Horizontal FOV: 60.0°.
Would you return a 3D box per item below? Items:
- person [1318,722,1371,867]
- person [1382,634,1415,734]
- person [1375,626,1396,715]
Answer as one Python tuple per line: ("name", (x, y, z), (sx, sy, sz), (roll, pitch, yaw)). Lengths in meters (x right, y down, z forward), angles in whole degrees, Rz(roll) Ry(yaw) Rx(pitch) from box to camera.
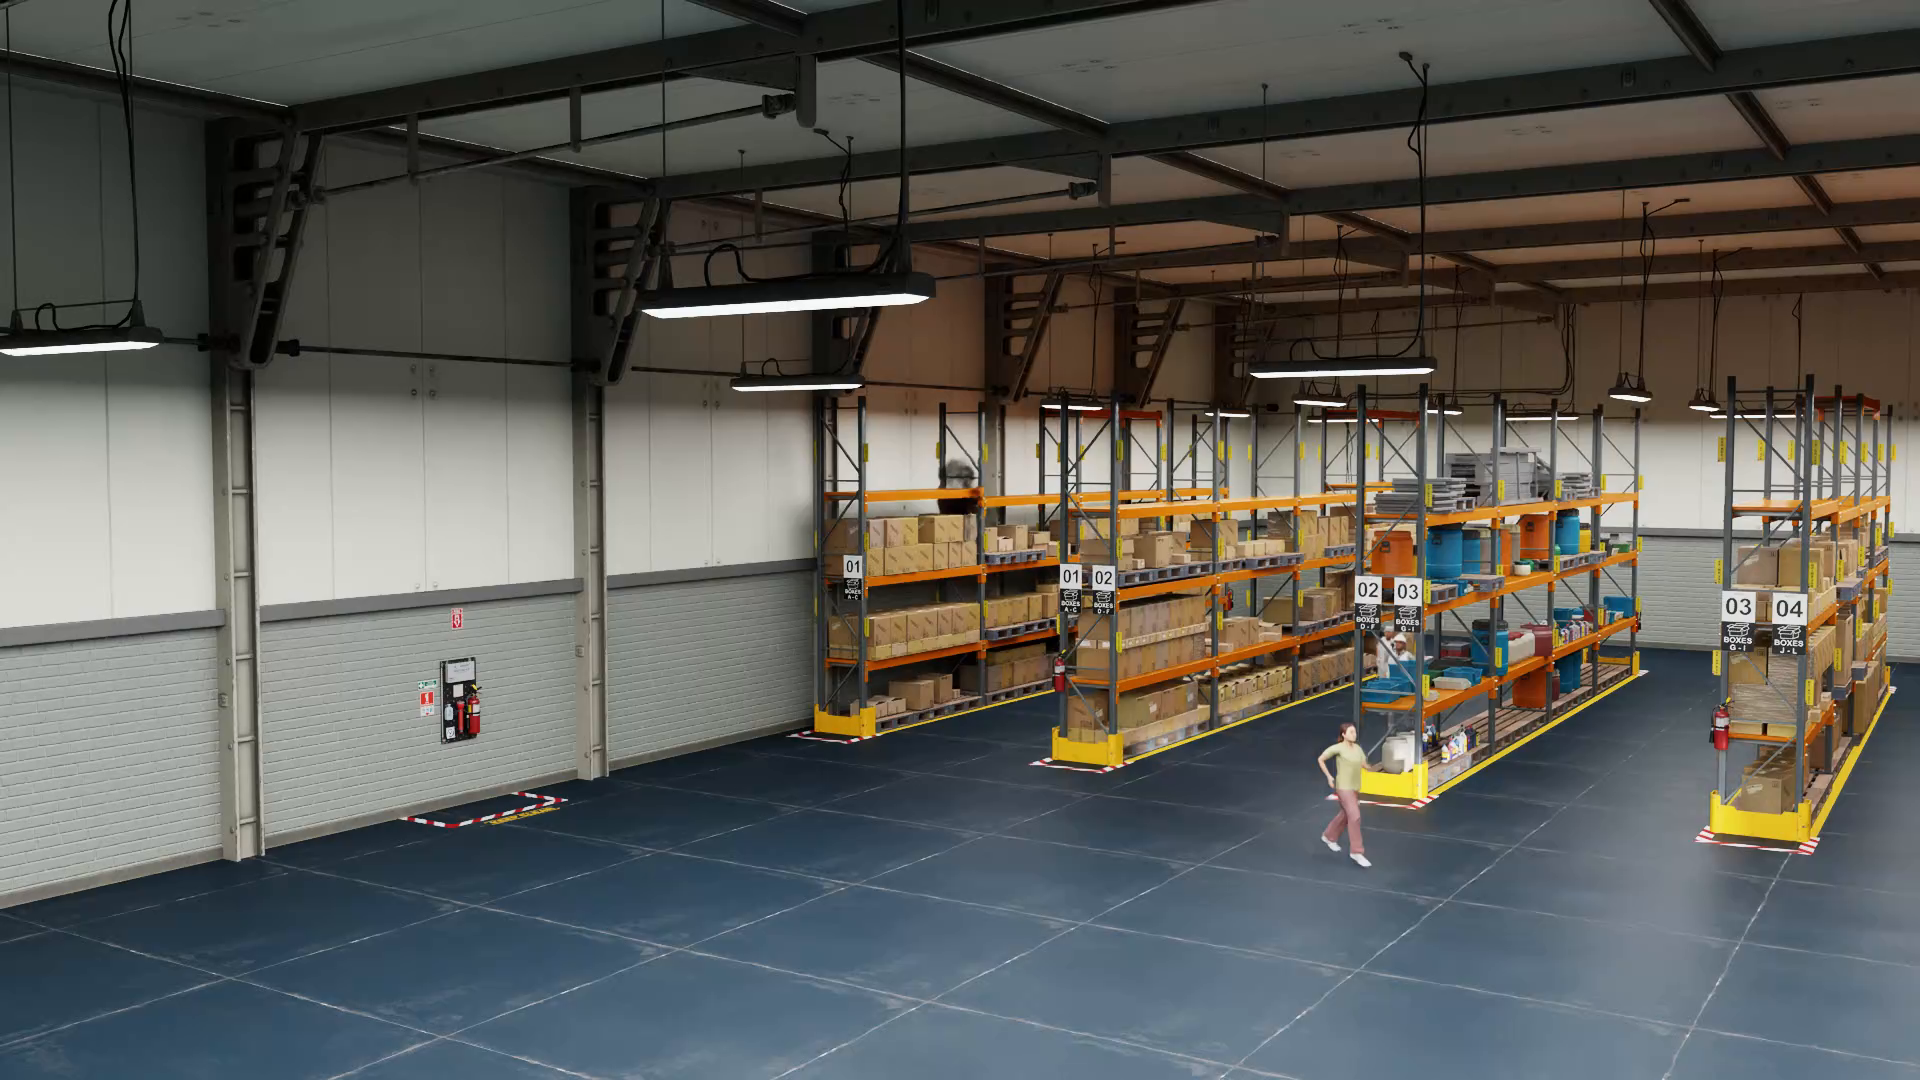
("person", (4.748, 3.077, 20.381), (0.557, 1.701, 0.879), (-2, 4, -36))
("person", (7.820, 2.558, 29.643), (0.666, 1.750, 0.929), (2, 3, 30))
("person", (8.244, 2.469, 31.933), (0.599, 1.665, 0.903), (1, 3, 26))
